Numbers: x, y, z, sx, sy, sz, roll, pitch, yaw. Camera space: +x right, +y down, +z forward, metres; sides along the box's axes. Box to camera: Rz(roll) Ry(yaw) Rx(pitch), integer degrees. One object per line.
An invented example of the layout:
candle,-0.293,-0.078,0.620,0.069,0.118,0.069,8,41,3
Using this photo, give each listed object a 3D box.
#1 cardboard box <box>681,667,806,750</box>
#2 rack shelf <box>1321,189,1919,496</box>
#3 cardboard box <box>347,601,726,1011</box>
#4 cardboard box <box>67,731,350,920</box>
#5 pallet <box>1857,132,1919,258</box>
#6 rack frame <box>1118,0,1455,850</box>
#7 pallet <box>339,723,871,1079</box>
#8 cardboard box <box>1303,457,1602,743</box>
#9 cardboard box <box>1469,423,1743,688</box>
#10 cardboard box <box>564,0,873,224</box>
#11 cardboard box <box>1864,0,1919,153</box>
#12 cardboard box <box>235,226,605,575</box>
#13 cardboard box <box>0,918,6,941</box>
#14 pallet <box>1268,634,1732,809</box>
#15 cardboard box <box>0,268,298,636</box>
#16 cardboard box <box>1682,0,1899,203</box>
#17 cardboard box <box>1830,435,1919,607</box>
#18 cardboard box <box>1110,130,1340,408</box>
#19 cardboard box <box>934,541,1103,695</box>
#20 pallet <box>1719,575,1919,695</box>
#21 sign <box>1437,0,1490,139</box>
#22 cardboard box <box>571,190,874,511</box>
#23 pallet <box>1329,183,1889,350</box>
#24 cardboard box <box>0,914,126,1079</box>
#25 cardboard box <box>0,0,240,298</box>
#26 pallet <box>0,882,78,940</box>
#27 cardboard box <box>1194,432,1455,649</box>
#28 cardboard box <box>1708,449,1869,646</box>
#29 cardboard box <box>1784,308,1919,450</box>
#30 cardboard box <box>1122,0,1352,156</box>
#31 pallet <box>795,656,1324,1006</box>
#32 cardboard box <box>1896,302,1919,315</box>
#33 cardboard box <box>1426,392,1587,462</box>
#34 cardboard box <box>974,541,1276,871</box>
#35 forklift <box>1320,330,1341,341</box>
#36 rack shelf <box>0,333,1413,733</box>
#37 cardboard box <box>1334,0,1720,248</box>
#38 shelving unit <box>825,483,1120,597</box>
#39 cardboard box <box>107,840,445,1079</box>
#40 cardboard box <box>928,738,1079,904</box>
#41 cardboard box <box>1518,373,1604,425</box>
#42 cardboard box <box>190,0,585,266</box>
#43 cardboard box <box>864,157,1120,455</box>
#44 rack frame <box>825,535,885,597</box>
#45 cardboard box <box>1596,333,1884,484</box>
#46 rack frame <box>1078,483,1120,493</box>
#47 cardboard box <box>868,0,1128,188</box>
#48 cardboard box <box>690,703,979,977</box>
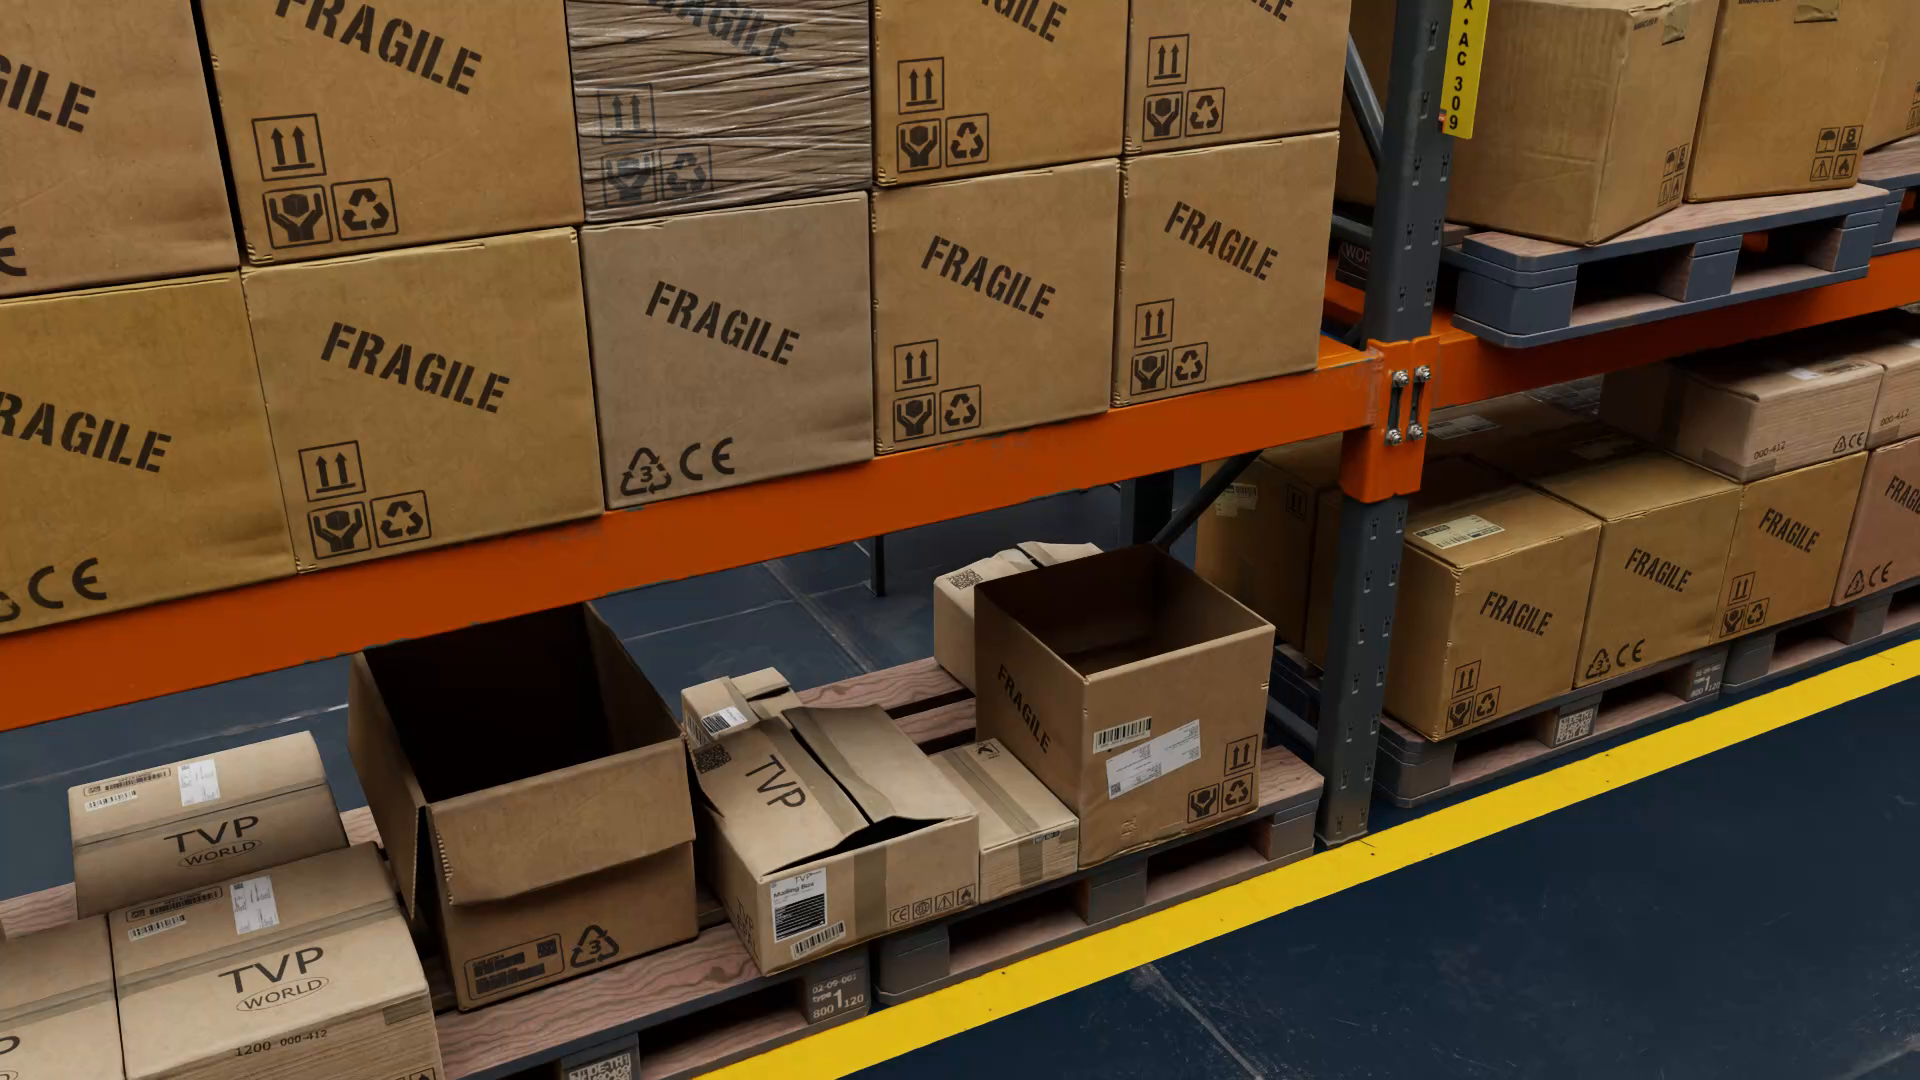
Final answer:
cardboard box,-0.494,0.479,4.052,0.250,0.166,0.380,-13,29,-25
rack shelf,2.501,-0.866,4.919,4.000,0.370,1.077,-13,29,-25
cardboard box,-0.919,0.529,3.559,0.637,0.503,0.797,-13,29,-25
cardboard box,-1.577,0.686,3.524,0.500,0.250,0.500,-13,29,-25
pallet,2.552,-1.113,4.824,1.213,0.211,1.003,-13,29,-25
rack frame,0.737,-0.783,3.915,0.127,3.000,1.000,-13,29,-25
pallet,-0.948,0.864,3.707,1.213,0.211,1.003,-13,29,-25
cardboard box,1.278,0.140,4.372,0.500,0.500,0.500,-14,29,-27
cardboard box,1.744,0.027,4.607,0.500,0.500,0.500,-13,28,-24
cardboard box,-0.483,-0.869,2.823,0.500,0.500,0.500,-13,28,-25
cardboard box,2.267,-1.401,4.601,0.500,0.500,0.700,-22,33,-38
cardboard box,-0.938,-0.312,2.819,0.500,0.500,0.500,-13,28,-24
cardboard box,-2.029,0.858,3.263,0.250,0.166,0.380,-13,29,-25
pallet,1.437,0.294,4.893,1.213,0.211,1.003,-13,29,-25
cardboard box,-1.380,-0.211,2.608,0.500,0.500,0.500,-13,29,-25
cardboard box,1.837,-1.192,4.167,0.500,0.500,0.700,-8,27,-17
cardboard box,2.634,-0.174,5.027,0.500,0.500,0.500,-14,29,-27
cardboard box,0.416,-0.628,3.477,0.500,0.500,0.500,-12,28,-24
cardboard box,0.264,0.234,4.395,0.500,0.311,0.500,-13,29,-25
pallet,2.514,0.044,5.415,1.213,0.211,1.003,-13,29,-25
sign,0.999,-0.967,3.299,0.005,0.325,0.100,-13,29,-25
cardboard box,-0.490,-0.417,3.037,0.500,0.500,0.500,-12,28,-24
pallet,1.493,-0.817,4.208,1.213,0.211,1.003,-13,29,-25
cardboard box,-1.738,0.969,2.935,0.500,0.250,0.500,-13,29,-25
cardboard box,-1.376,-0.663,2.394,0.500,0.500,0.500,-13,28,-24
pallet,-2.023,1.111,3.193,1.213,0.211,1.003,-13,29,-25
cardboard box,1.037,-0.064,4.798,0.500,0.500,0.500,-13,29,-25
cardboard box,2.188,-0.072,4.813,0.500,0.500,0.500,-13,28,-24
cardboard box,2.603,-0.504,4.847,0.500,0.250,0.500,-14,29,-26
cardboard box,0.412,-1.077,3.256,0.500,0.500,0.500,-13,28,-25
pallet,0.130,0.614,4.228,1.213,0.211,1.003,-13,29,-25
cardboard box,3.271,-0.577,5.865,0.500,0.500,0.500,-14,29,-27
cardboard box,1.477,-0.162,5.001,0.500,0.500,0.500,-13,29,-25
cardboard box,0.367,0.370,3.893,0.500,0.500,0.500,-13,29,-25
forklift,2.321,-1.876,6.271,3.031,2.935,1.130,-12,28,-24
rack shelf,-1.028,-0.051,3.222,4.000,0.370,1.077,-13,29,-25
cardboard box,1.260,-1.028,3.825,0.700,0.500,0.500,22,33,37
shelving unit,0.075,-0.693,5.462,1.048,1.500,0.538,-13,29,-25
cardboard box,-1.297,0.867,3.147,0.500,0.250,0.500,-13,29,-25
cardboard box,0.065,0.628,3.762,0.250,0.149,0.380,-13,29,-25
cardboard box,1.920,-0.264,5.213,0.500,0.500,0.500,-13,28,-24
cardboard box,-0.928,-0.767,2.611,0.500,0.500,0.500,-13,29,-26
cardboard box,-0.038,-0.523,3.257,0.500,0.500,0.500,-12,28,-24
rack frame,-0.373,-0.590,5.246,0.032,1.500,0.500,-13,29,-25
cardboard box,2.161,-0.401,4.634,0.500,0.250,0.500,-13,29,-25
rack frame,0.524,-0.797,5.677,0.032,1.500,0.500,-13,29,-25
cardboard box,-0.038,-0.971,3.037,0.500,0.500,0.500,-14,29,-26
cardboard box,-0.294,0.608,3.616,0.500,0.311,0.500,-13,29,-25
